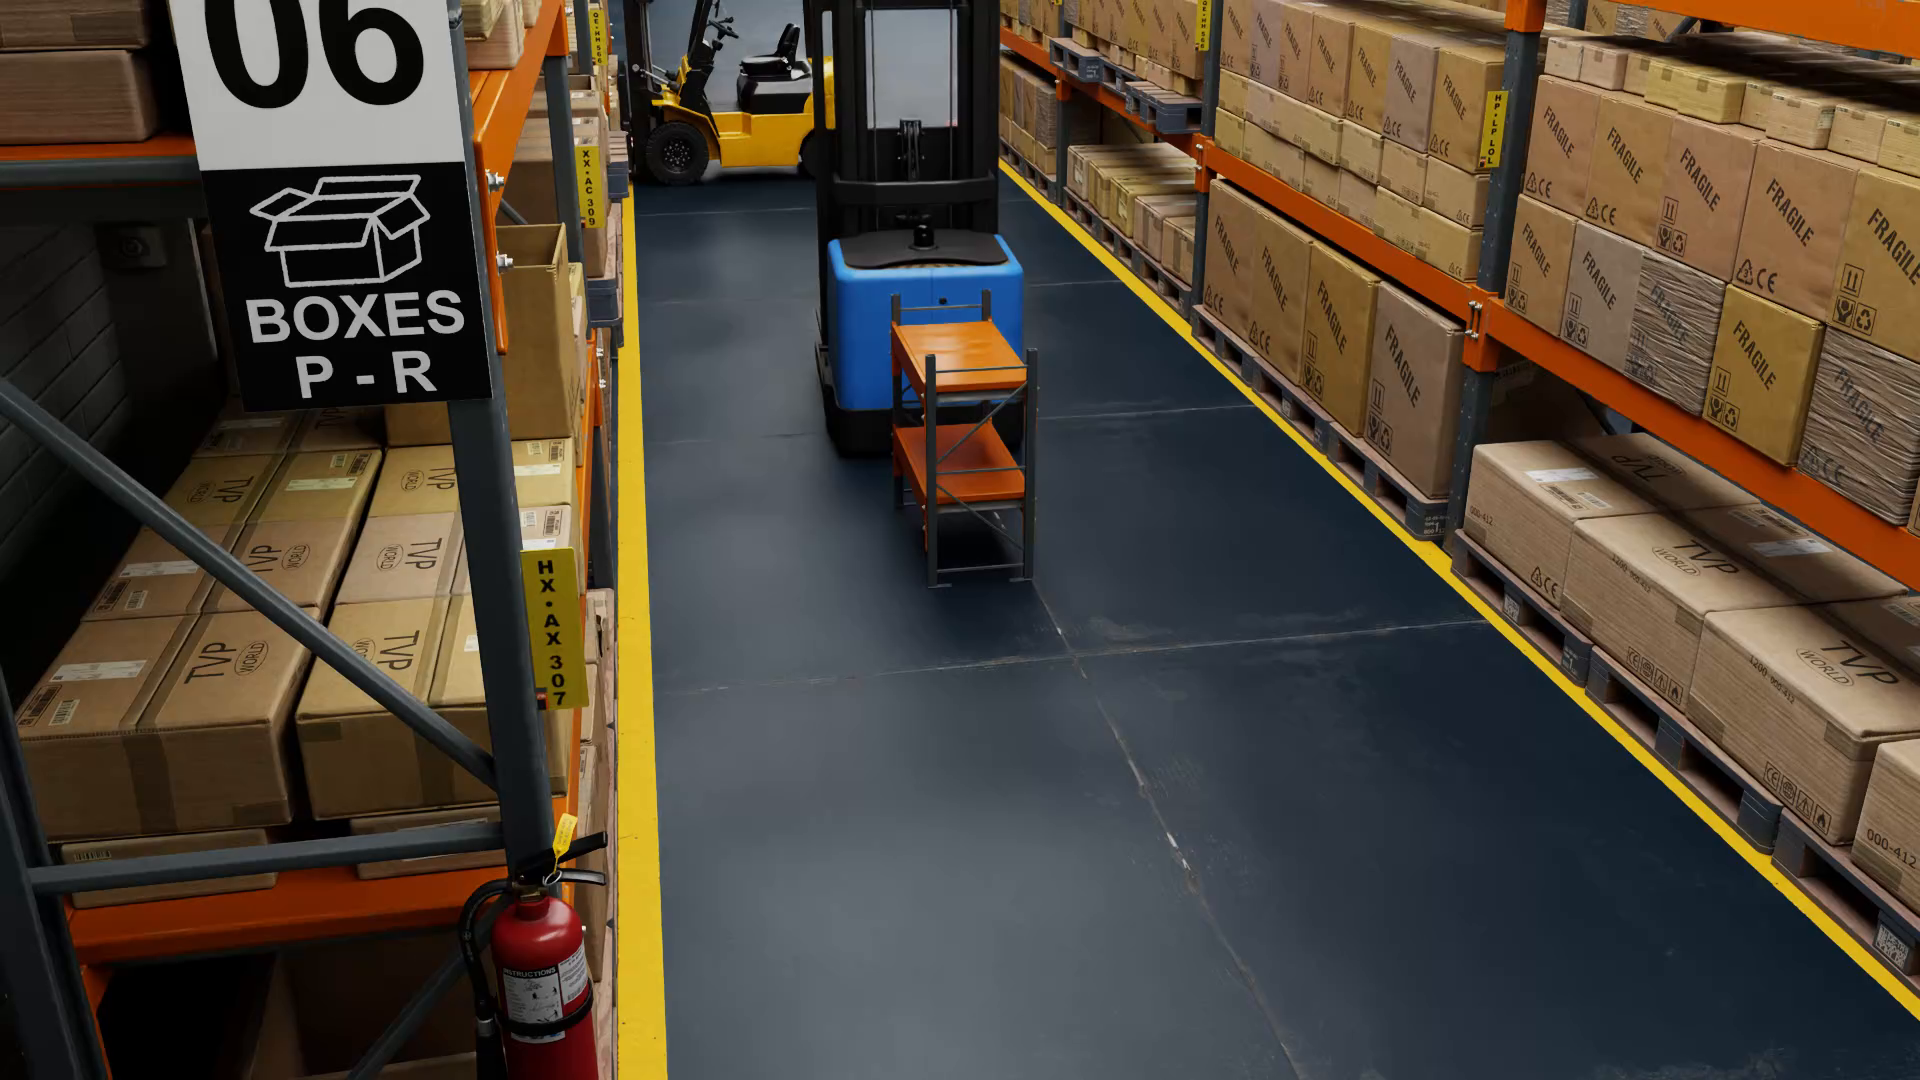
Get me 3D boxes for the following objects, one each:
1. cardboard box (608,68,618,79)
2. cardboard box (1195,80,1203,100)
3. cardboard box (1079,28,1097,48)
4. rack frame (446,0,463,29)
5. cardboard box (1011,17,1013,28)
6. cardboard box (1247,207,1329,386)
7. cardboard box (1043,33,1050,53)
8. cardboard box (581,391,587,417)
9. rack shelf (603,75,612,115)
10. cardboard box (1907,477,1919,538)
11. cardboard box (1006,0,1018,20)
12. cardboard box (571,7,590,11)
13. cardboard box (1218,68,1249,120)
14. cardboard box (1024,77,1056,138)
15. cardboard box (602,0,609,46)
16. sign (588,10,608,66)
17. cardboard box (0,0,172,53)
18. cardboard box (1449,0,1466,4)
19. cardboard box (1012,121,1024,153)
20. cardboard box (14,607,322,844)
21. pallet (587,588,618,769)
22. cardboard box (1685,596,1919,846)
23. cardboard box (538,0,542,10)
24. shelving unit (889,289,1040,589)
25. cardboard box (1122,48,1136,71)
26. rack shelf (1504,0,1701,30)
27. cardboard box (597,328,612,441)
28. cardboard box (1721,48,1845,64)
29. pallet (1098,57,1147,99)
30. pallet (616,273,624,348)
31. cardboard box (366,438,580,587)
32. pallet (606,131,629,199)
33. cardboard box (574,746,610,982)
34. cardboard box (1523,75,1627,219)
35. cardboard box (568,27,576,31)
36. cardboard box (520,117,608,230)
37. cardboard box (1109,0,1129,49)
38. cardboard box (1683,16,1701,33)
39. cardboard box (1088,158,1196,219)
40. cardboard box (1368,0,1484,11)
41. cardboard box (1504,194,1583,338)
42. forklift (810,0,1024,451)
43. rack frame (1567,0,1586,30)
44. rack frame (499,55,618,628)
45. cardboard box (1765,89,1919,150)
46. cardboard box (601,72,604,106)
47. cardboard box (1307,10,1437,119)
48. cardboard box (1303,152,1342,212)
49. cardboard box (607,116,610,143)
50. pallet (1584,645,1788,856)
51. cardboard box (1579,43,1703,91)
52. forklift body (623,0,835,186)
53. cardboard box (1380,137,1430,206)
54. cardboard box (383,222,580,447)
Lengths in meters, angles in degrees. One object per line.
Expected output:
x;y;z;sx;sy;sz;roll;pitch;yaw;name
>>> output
-3.640;-4.525;16.524;0.500;0.250;0.500;-4;24;-9;cardboard box
1.830;-3.102;11.393;0.380;0.149;0.250;-3;24;-8;cardboard box
1.212;-4.224;13.962;0.380;0.149;0.250;-4;24;-9;cardboard box
-1.276;-2.146;1.921;1.000;3.000;0.127;-4;24;-10;rack frame
0.723;-5.285;16.916;0.380;0.149;0.250;-3;24;-8;cardboard box
2.329;-1.503;10.072;0.875;0.875;0.875;-4;24;-9;cardboard box
0.971;-4.572;15.285;0.380;0.149;0.250;-4;24;-9;cardboard box
-1.567;-0.547;6.070;0.380;0.149;0.250;-4;24;-8;cardboard box
-3.125;-3.001;12.272;1.077;0.370;4.000;-4;24;-10;rack shelf
3.174;-0.181;4.791;0.500;0.500;0.500;-5;24;-11;cardboard box
0.754;-5.431;16.442;0.500;0.500;0.500;-5;24;-11;cardboard box
-2.989;-3.941;12.590;0.380;0.149;0.250;-5;24;-11;cardboard box
1.973;-2.856;10.603;0.500;0.250;0.500;-4;24;-10;cardboard box
0.913;-4.175;16.035;0.500;0.500;0.500;-4;24;-9;cardboard box
-3.600;-4.959;15.732;0.500;0.500;0.500;-4;24;-9;cardboard box
-2.224;-3.082;10.211;0.100;0.325;0.005;-4;24;-10;sign
-1.626;-0.994;2.847;0.500;0.250;0.500;-5;24;-11;cardboard box
5.705;-5.947;17.932;0.875;0.550;0.550;-4;24;-10;cardboard box
0.811;-4.040;16.664;0.500;0.250;0.500;-4;24;-9;cardboard box
-1.622;0.374;3.462;0.500;0.250;0.500;-4;24;-8;cardboard box
-1.890;0.578;6.664;1.003;0.211;1.213;-4;24;-10;pallet
3.204;0.604;5.796;0.875;0.438;0.875;-4;24;-8;cardboard box
-1.345;-1.507;4.519;0.380;0.149;0.250;-4;24;-9;cardboard box
0.001;-0.513;8.019;0.538;1.125;1.048;-4;24;-10;shelving unit
1.466;-3.705;12.775;0.380;0.149;0.250;-5;24;-11;cardboard box
2.492;-3.171;8.914;1.077;0.370;4.000;-4;24;-10;rack shelf
-2.170;-0.834;9.011;0.500;0.500;0.500;-5;24;-12;cardboard box
3.210;-1.833;6.514;0.380;0.149;0.250;-4;24;-10;cardboard box
1.716;-3.600;12.986;1.003;0.211;1.213;-4;24;-10;pallet
-2.869;-1.593;11.633;1.003;0.211;1.213;-4;24;-10;pallet
-1.286;-0.061;4.457;0.500;0.250;0.500;-5;24;-11;cardboard box
-2.561;-2.195;9.767;1.213;0.211;1.003;-4;24;-10;pallet
-1.416;0.969;4.882;0.700;0.500;0.500;-3;24;-8;cardboard box
2.712;-1.638;6.879;0.500;0.500;0.500;-4;24;-9;cardboard box
-2.785;-3.437;11.436;0.380;0.149;0.250;-4;24;-9;cardboard box
-1.981;-1.619;7.560;0.700;0.500;0.500;-4;24;-9;cardboard box
1.464;-4.061;12.780;0.500;0.500;0.500;-5;24;-12;cardboard box
6.339;-4.116;13.802;0.500;0.500;0.500;-4;24;-9;cardboard box
1.618;-2.986;14.097;0.950;0.372;0.625;-3;24;-6;cardboard box
2.663;-2.836;9.621;0.500;0.500;0.500;-4;24;-10;cardboard box
2.691;-1.181;7.082;0.500;0.500;0.500;-4;24;-8;cardboard box
-0.346;-2.391;10.062;1.130;2.935;3.031;-3;24;-7;forklift
6.228;-4.892;15.704;1.000;3.000;0.127;-4;24;-10;rack frame
-2.016;-0.971;6.724;1.000;3.000;0.127;-4;24;-10;rack frame
2.928;-1.397;5.516;0.380;0.149;0.250;-4;24;-10;cardboard box
-2.882;-3.272;12.182;0.500;0.250;0.500;-4;24;-8;cardboard box
2.245;-2.607;9.097;0.500;0.500;0.500;-4;24;-9;cardboard box
2.264;-2.032;9.341;0.500;0.250;0.500;-4;24;-10;cardboard box
-2.257;-2.391;9.767;0.380;0.149;0.250;-4;24;-9;cardboard box
3.154;0.724;6.328;1.003;0.211;1.213;-4;24;-10;pallet
2.728;-1.898;6.663;0.380;0.149;0.250;-4;24;-9;cardboard box
-2.091;-4.691;16.303;2.313;2.155;1.214;-4;24;-10;forklift body
2.442;-1.851;8.304;0.500;0.250;0.500;-4;24;-8;cardboard box
-1.373;-0.597;4.748;0.500;0.500;0.500;-4;24;-8;cardboard box
